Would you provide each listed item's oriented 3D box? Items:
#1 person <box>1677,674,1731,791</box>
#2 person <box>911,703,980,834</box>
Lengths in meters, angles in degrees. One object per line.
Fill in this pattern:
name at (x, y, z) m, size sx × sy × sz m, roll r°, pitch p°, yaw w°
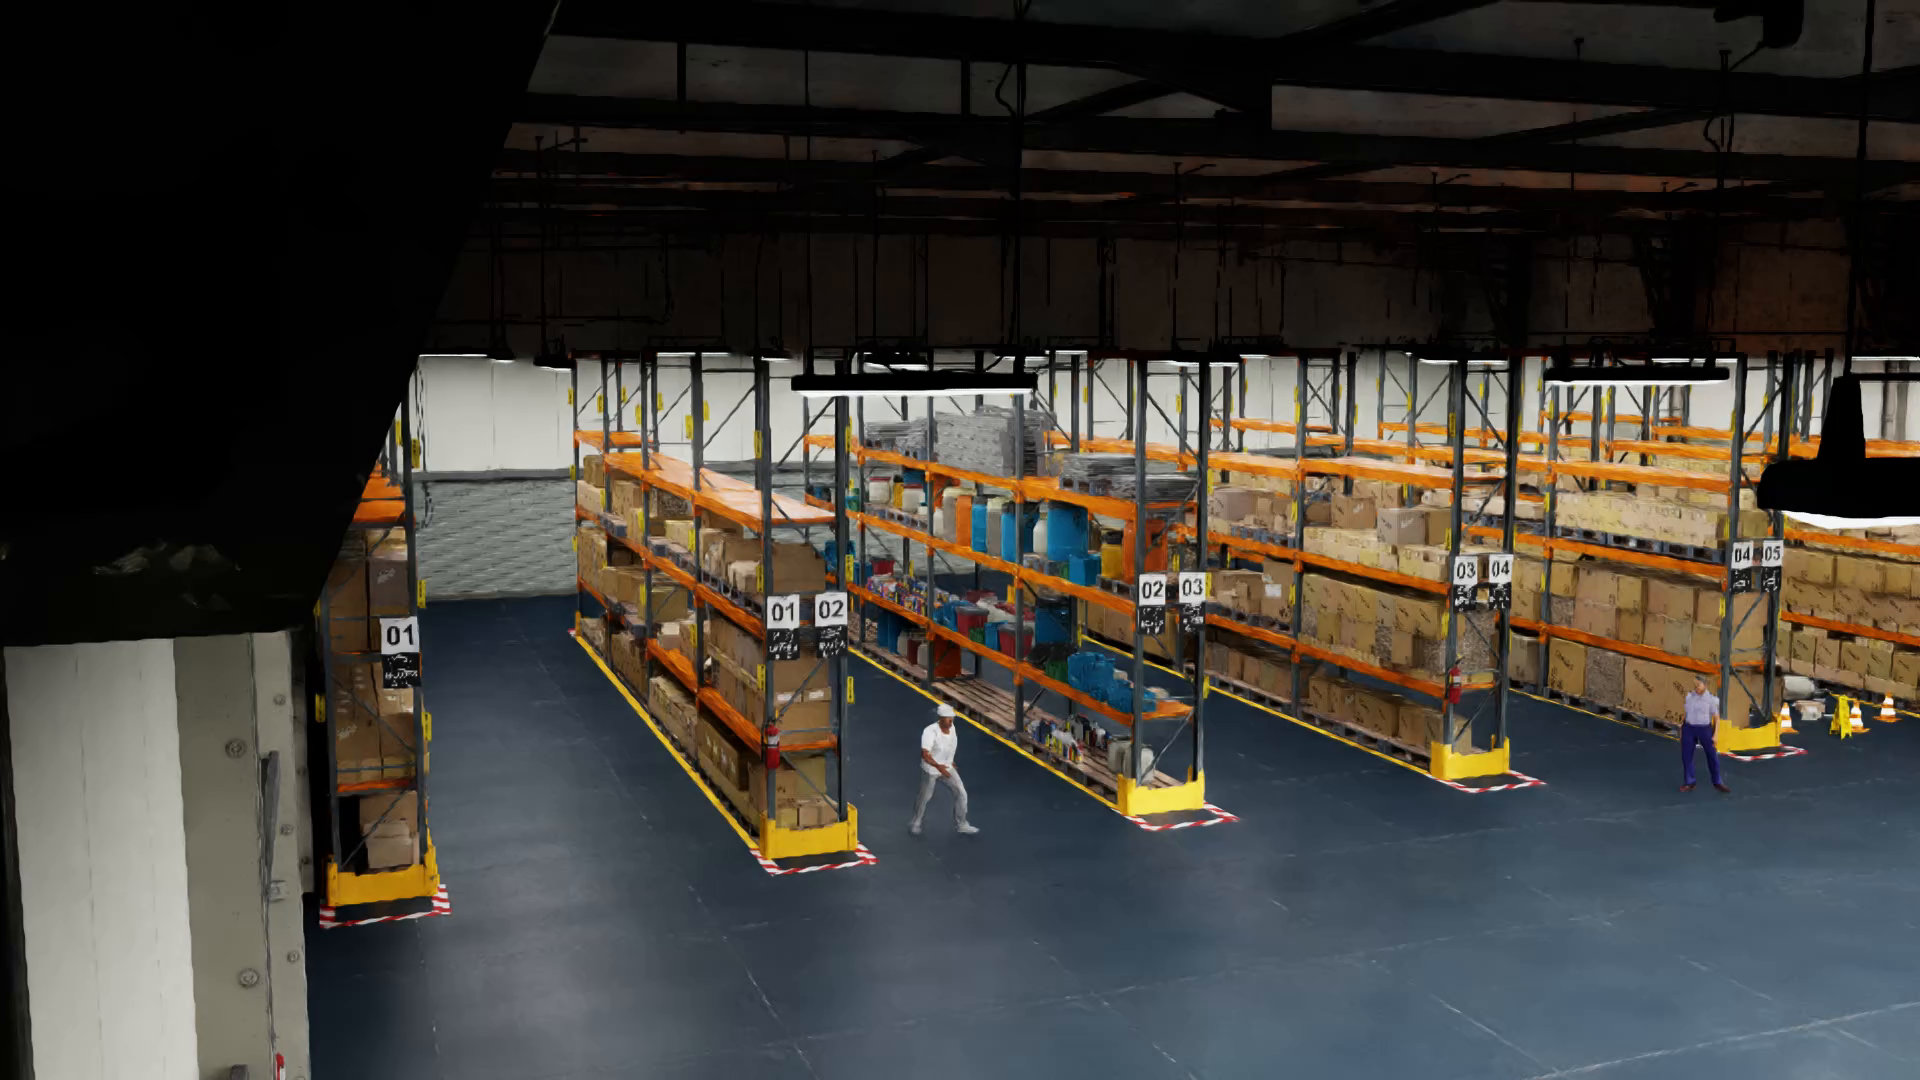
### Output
person at (10.327, 2.671, 23.017) m, size 0.689 × 1.639 × 0.497 m, roll 6°, pitch 9°, yaw 40°
person at (-0.259, 2.880, 20.967) m, size 0.708 × 1.699 × 0.797 m, roll -6°, pitch 9°, yaw -40°
